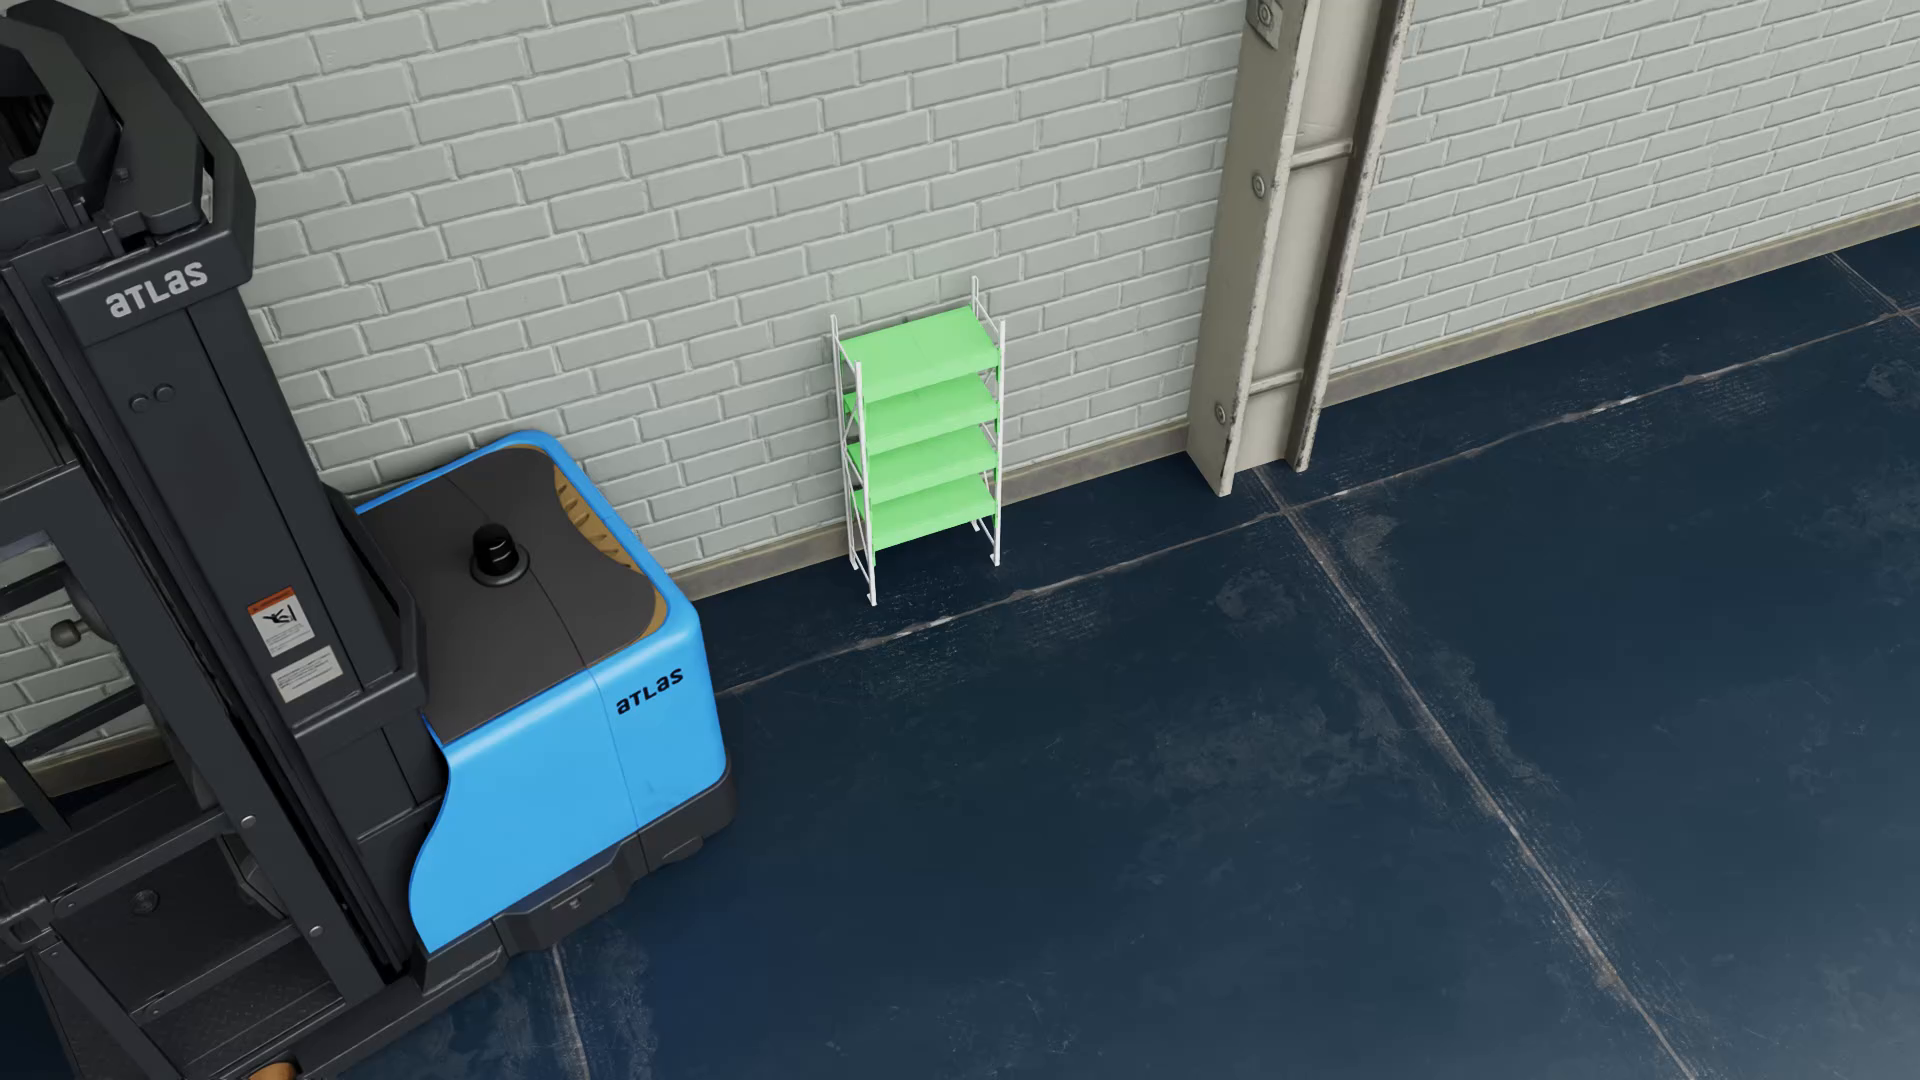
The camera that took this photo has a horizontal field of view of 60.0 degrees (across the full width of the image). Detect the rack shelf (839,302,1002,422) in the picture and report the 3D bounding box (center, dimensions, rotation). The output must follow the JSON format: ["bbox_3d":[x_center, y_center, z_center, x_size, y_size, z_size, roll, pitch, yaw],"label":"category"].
[{"bbox_3d":[-0.135,-0.582,5.410,0.480,0.148,0.258,-18,51,-15],"label":"rack shelf"}]

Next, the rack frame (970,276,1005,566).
[{"bbox_3d":[0.091,-0.381,5.786,0.015,1.200,0.240,-18,51,-15],"label":"rack frame"}]

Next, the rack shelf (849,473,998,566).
[{"bbox_3d":[-0.133,-0.111,5.954,0.480,0.148,0.258,-18,51,-15],"label":"rack shelf"}]

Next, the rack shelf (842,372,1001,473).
[{"bbox_3d":[-0.134,-0.425,5.591,0.480,0.148,0.258,-18,51,-15],"label":"rack shelf"}]

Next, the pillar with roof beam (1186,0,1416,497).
[{"bbox_3d":[2.747,-0.238,0.523,0.400,9.000,9.100,-17,52,-14],"label":"pillar with roof beam"}]

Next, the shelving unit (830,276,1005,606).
[{"bbox_3d":[-0.134,-0.310,5.724,0.503,1.200,0.258,-18,51,-15],"label":"shelving unit"}]

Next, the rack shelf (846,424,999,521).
[{"bbox_3d":[-0.134,-0.268,5.773,0.480,0.148,0.258,-18,51,-15],"label":"rack shelf"}]

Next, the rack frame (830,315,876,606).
[{"bbox_3d":[-0.359,-0.238,5.663,0.015,1.200,0.240,-18,51,-15],"label":"rack frame"}]

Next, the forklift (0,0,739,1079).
[{"bbox_3d":[-2.205,0.341,4.025,3.031,2.935,1.130,-30,55,-23],"label":"forklift"}]
